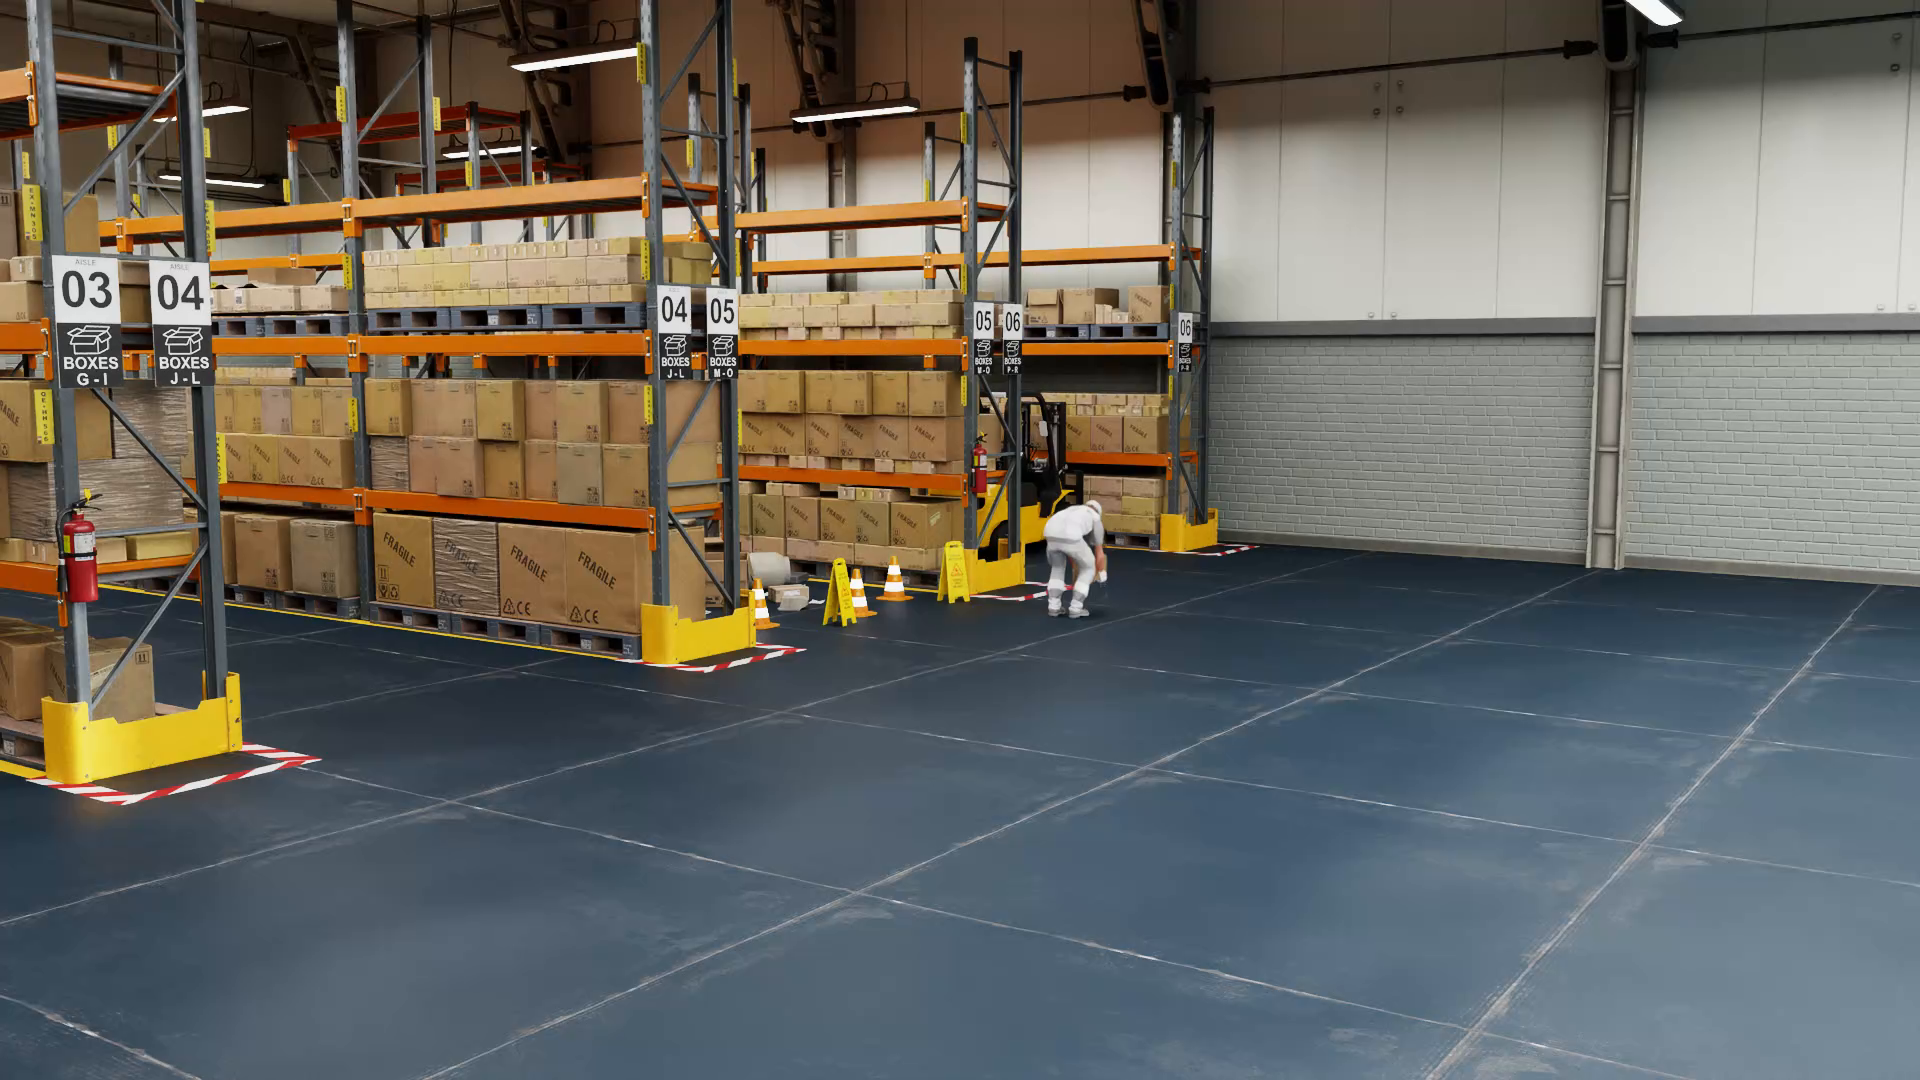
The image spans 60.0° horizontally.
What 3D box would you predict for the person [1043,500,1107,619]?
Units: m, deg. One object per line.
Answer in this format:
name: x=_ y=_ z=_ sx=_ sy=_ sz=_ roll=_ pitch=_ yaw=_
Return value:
person: x=1.186 y=0.186 z=16.904 sx=0.522 sy=1.135 sz=0.951 roll=4 pitch=7 yaw=31
